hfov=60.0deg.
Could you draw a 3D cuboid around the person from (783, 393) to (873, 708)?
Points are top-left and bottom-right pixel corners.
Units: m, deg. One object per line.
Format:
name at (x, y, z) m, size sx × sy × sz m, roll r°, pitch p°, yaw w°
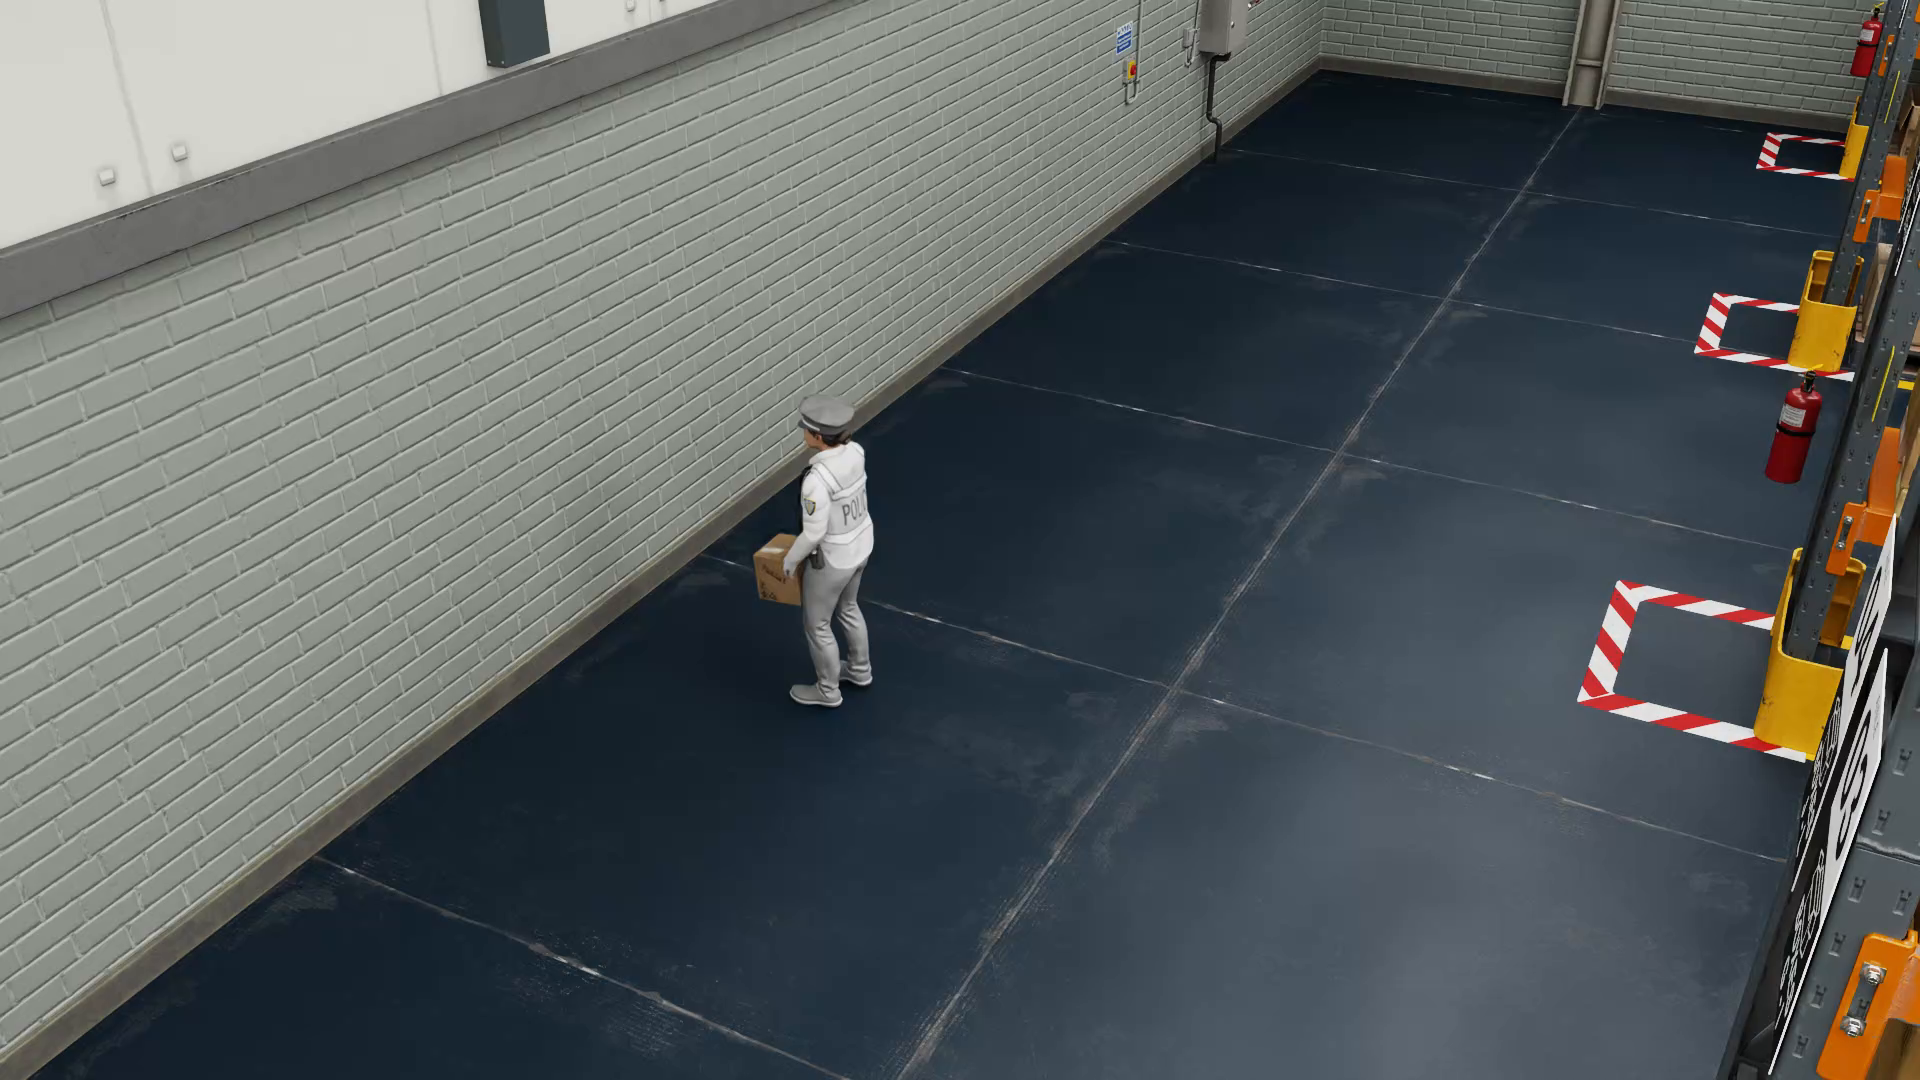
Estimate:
person at (-0.645, 0.070, 8.145) m, size 0.410 × 1.680 × 0.502 m, roll 14°, pitch 33°, yaw 22°
